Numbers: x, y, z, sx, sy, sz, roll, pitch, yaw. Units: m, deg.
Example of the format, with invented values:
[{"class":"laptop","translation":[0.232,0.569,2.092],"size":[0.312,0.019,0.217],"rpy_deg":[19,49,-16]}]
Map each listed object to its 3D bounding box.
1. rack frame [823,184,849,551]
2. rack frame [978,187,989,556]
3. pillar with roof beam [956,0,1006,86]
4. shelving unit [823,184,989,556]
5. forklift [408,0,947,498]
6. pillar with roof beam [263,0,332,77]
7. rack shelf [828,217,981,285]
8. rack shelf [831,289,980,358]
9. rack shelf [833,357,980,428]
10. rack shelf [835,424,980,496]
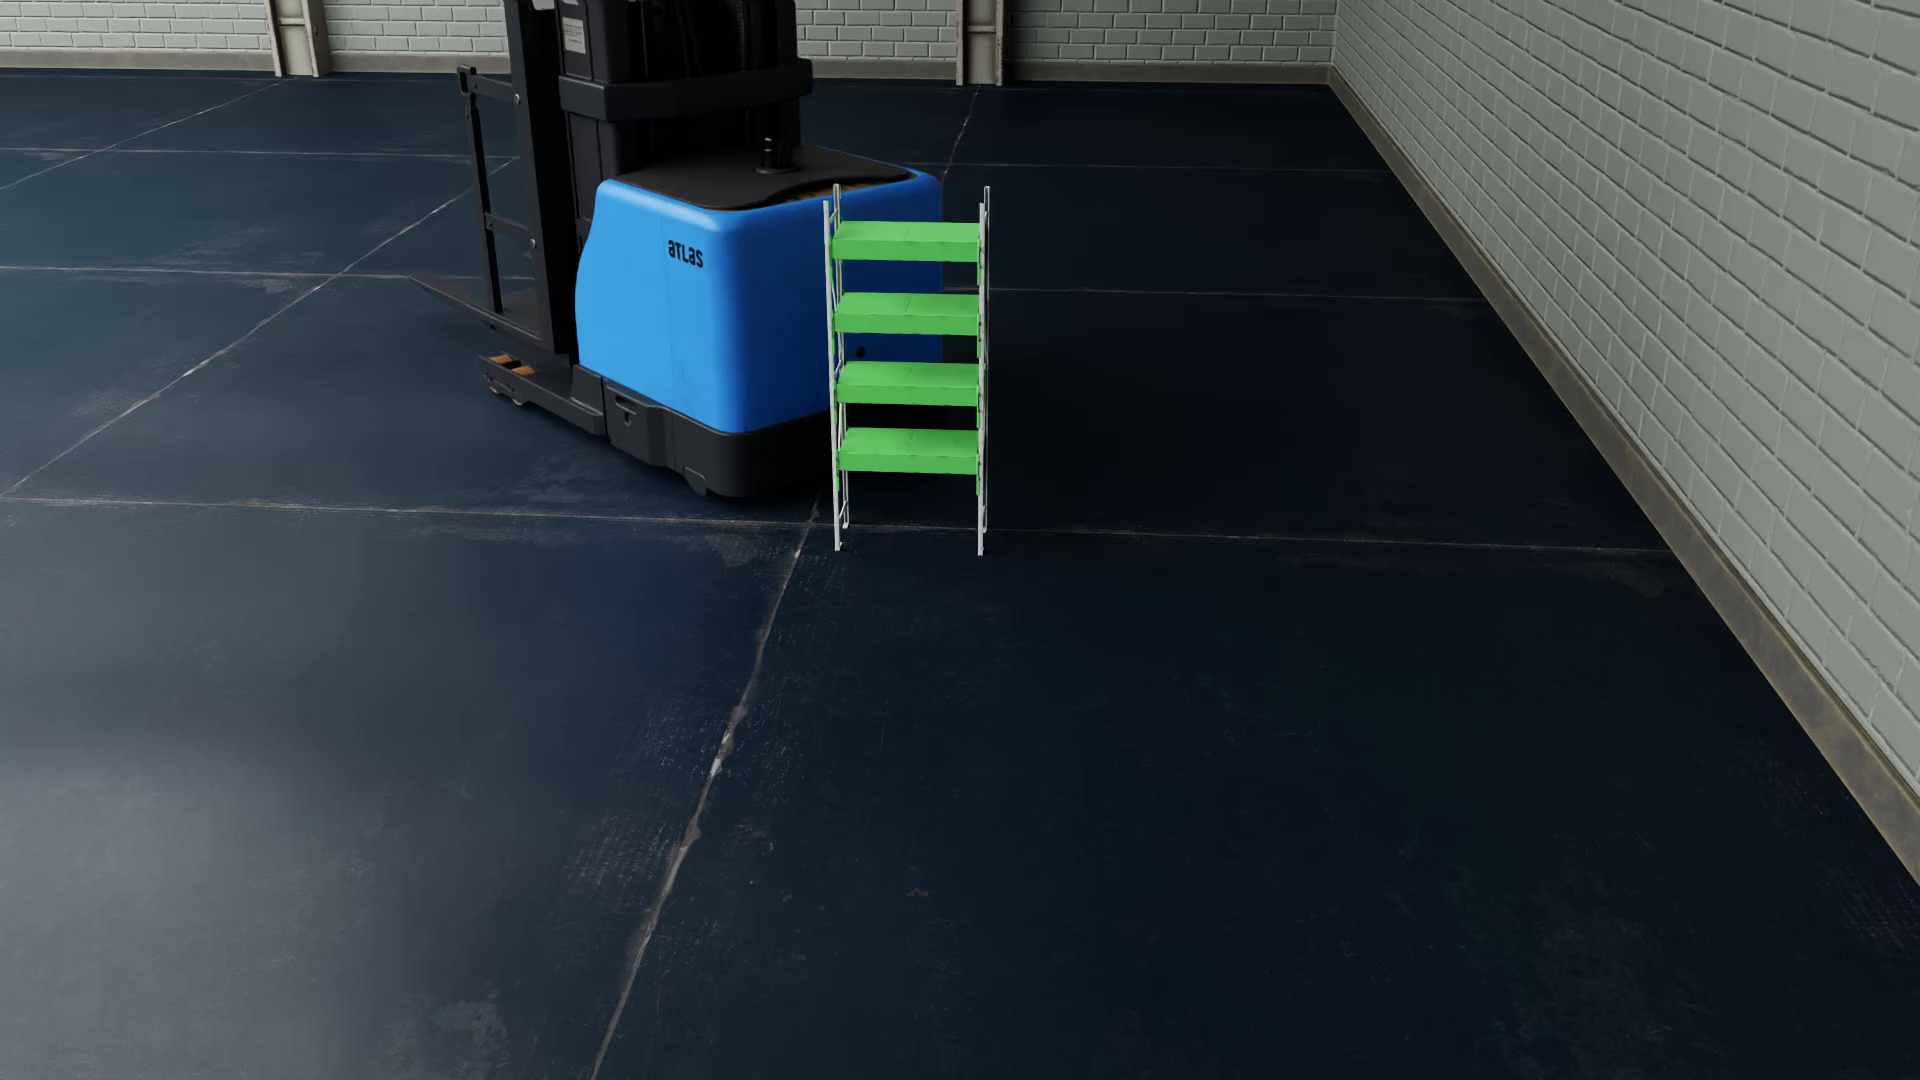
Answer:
[{"class":"rack frame","translation":[-0.408,-0.558,5.528],"size":[0.015,1.200,0.240],"rpy_deg":[2,25,4]},{"class":"rack frame","translation":[0.078,-0.543,5.494],"size":[0.015,1.200,0.240],"rpy_deg":[2,25,4]},{"class":"pillar with roof beam","translation":[-0.151,-6.234,8.533],"size":[0.400,9.000,9.100],"rpy_deg":[2,25,4]},{"class":"shelving unit","translation":[-0.165,-0.550,5.511],"size":[0.503,1.200,0.258],"rpy_deg":[2,25,4]},{"class":"forklift","translation":[-1.400,-2.017,6.627],"size":[1.130,2.935,3.031],"rpy_deg":[-20,32,-37]},{"class":"pillar with roof beam","translation":[-6.133,-6.426,8.950],"size":[0.400,9.000,9.100],"rpy_deg":[2,25,4]},{"class":"rack shelf","translation":[-0.165,-0.928,5.337],"size":[0.480,0.148,0.258],"rpy_deg":[2,25,4]},{"class":"rack shelf","translation":[-0.165,-0.710,5.437],"size":[0.480,0.148,0.258],"rpy_deg":[2,25,4]},{"class":"rack shelf","translation":[-0.165,-0.492,5.537],"size":[0.480,0.148,0.258],"rpy_deg":[2,25,4]},{"class":"rack shelf","translation":[-0.165,-0.274,5.638],"size":[0.480,0.148,0.258],"rpy_deg":[2,25,4]}]
